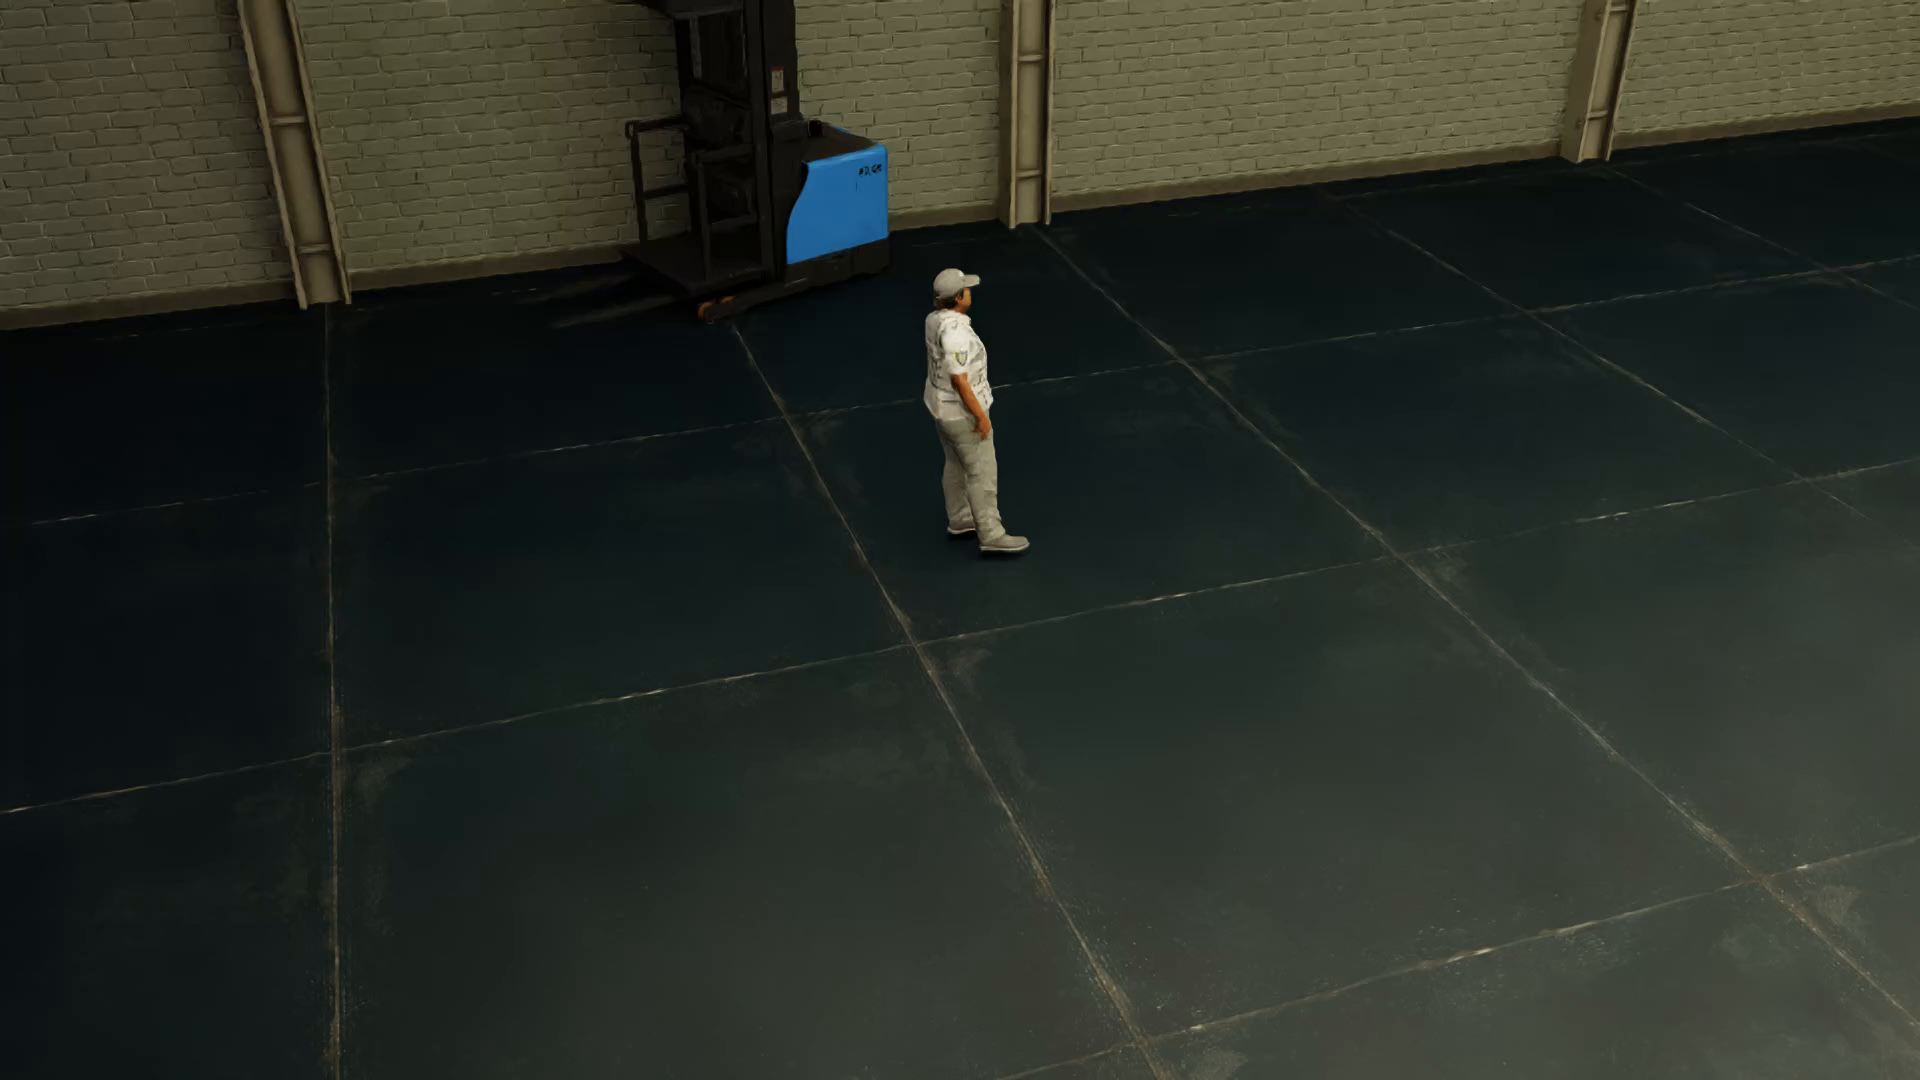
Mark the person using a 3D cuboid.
[{"bbox_3d":[0.080,-0.764,9.590,0.529,1.669,0.598,-10,31,-16],"label":"person"}]

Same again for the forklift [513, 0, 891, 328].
[{"bbox_3d":[-2.044,-3.250,12.736,3.031,2.935,1.130,-22,36,-33],"label":"forklift"}]
